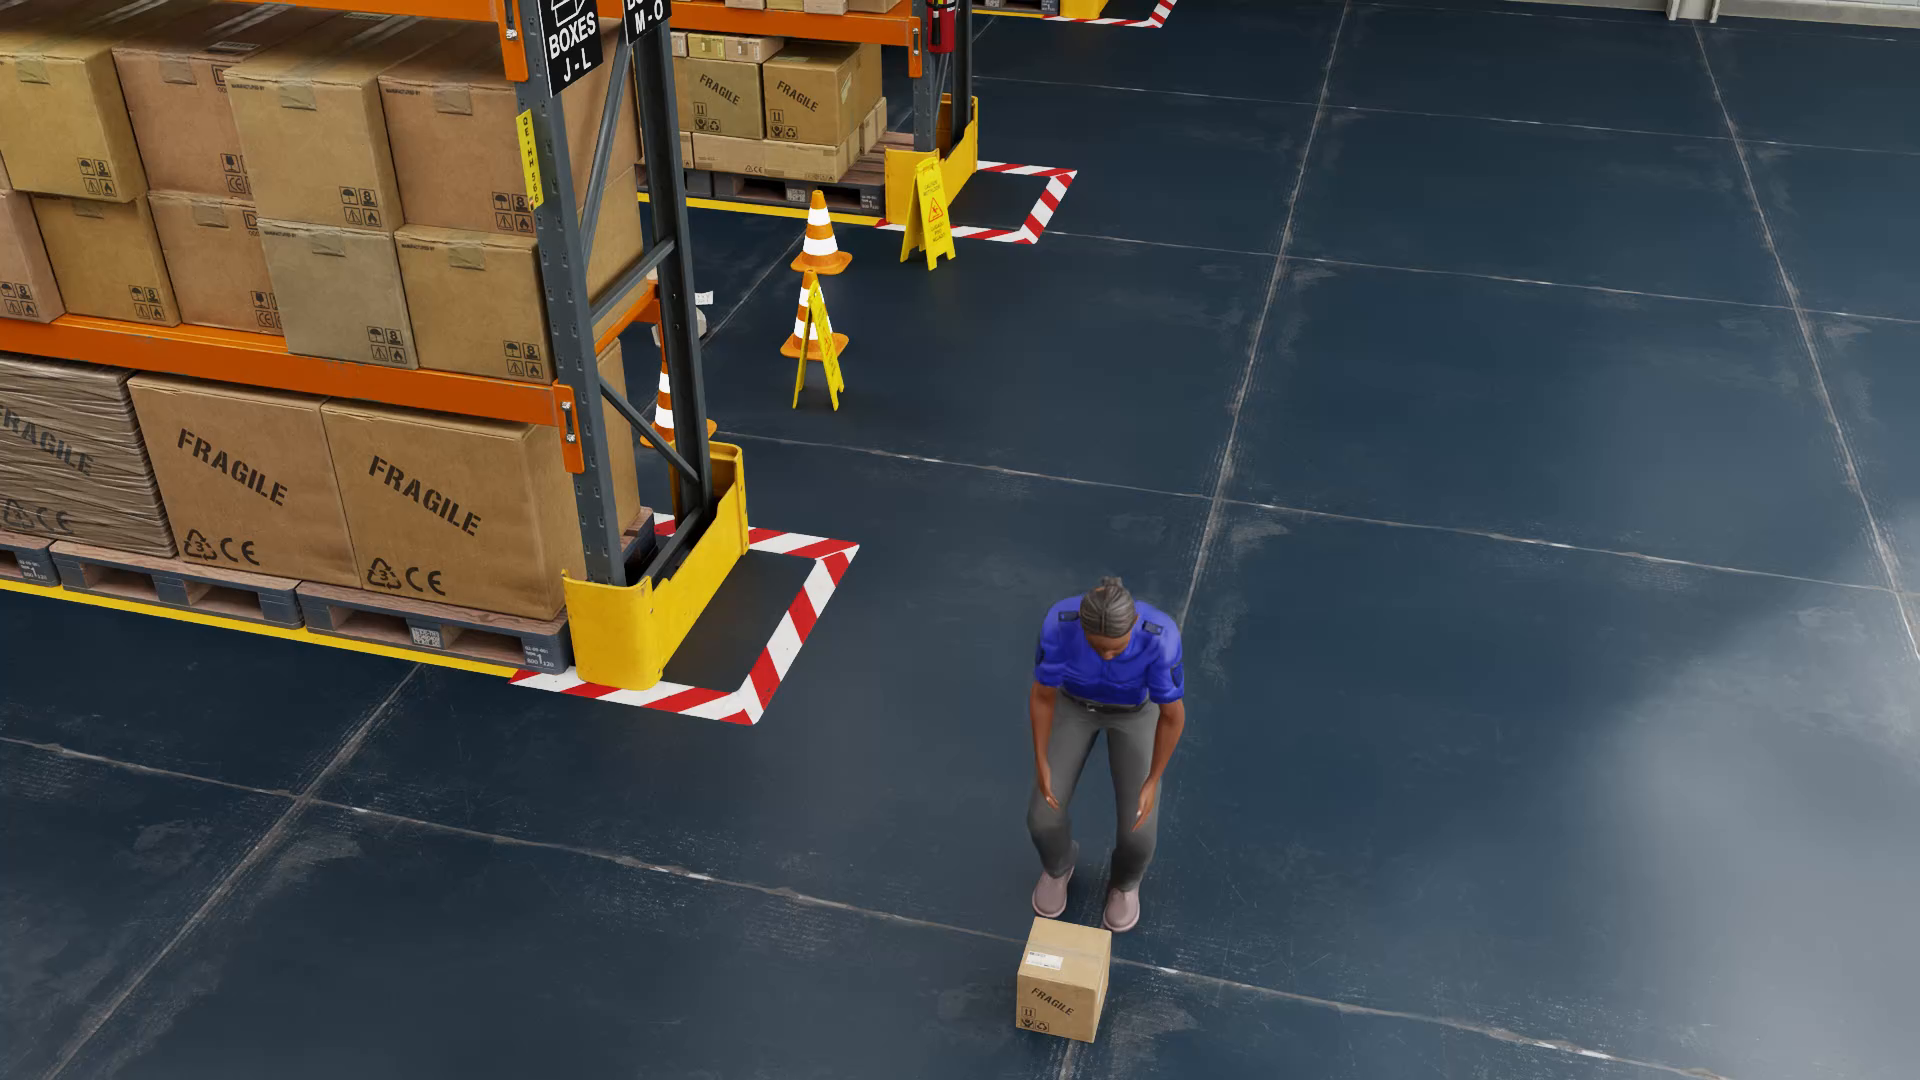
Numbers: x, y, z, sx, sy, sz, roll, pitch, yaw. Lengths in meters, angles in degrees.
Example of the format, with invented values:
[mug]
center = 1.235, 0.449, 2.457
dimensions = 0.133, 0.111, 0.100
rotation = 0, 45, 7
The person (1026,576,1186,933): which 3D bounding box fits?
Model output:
[person]
center = 0.477, 0.646, 5.360
dimensions = 0.492, 1.441, 0.576
rotation = 8, 34, 13
